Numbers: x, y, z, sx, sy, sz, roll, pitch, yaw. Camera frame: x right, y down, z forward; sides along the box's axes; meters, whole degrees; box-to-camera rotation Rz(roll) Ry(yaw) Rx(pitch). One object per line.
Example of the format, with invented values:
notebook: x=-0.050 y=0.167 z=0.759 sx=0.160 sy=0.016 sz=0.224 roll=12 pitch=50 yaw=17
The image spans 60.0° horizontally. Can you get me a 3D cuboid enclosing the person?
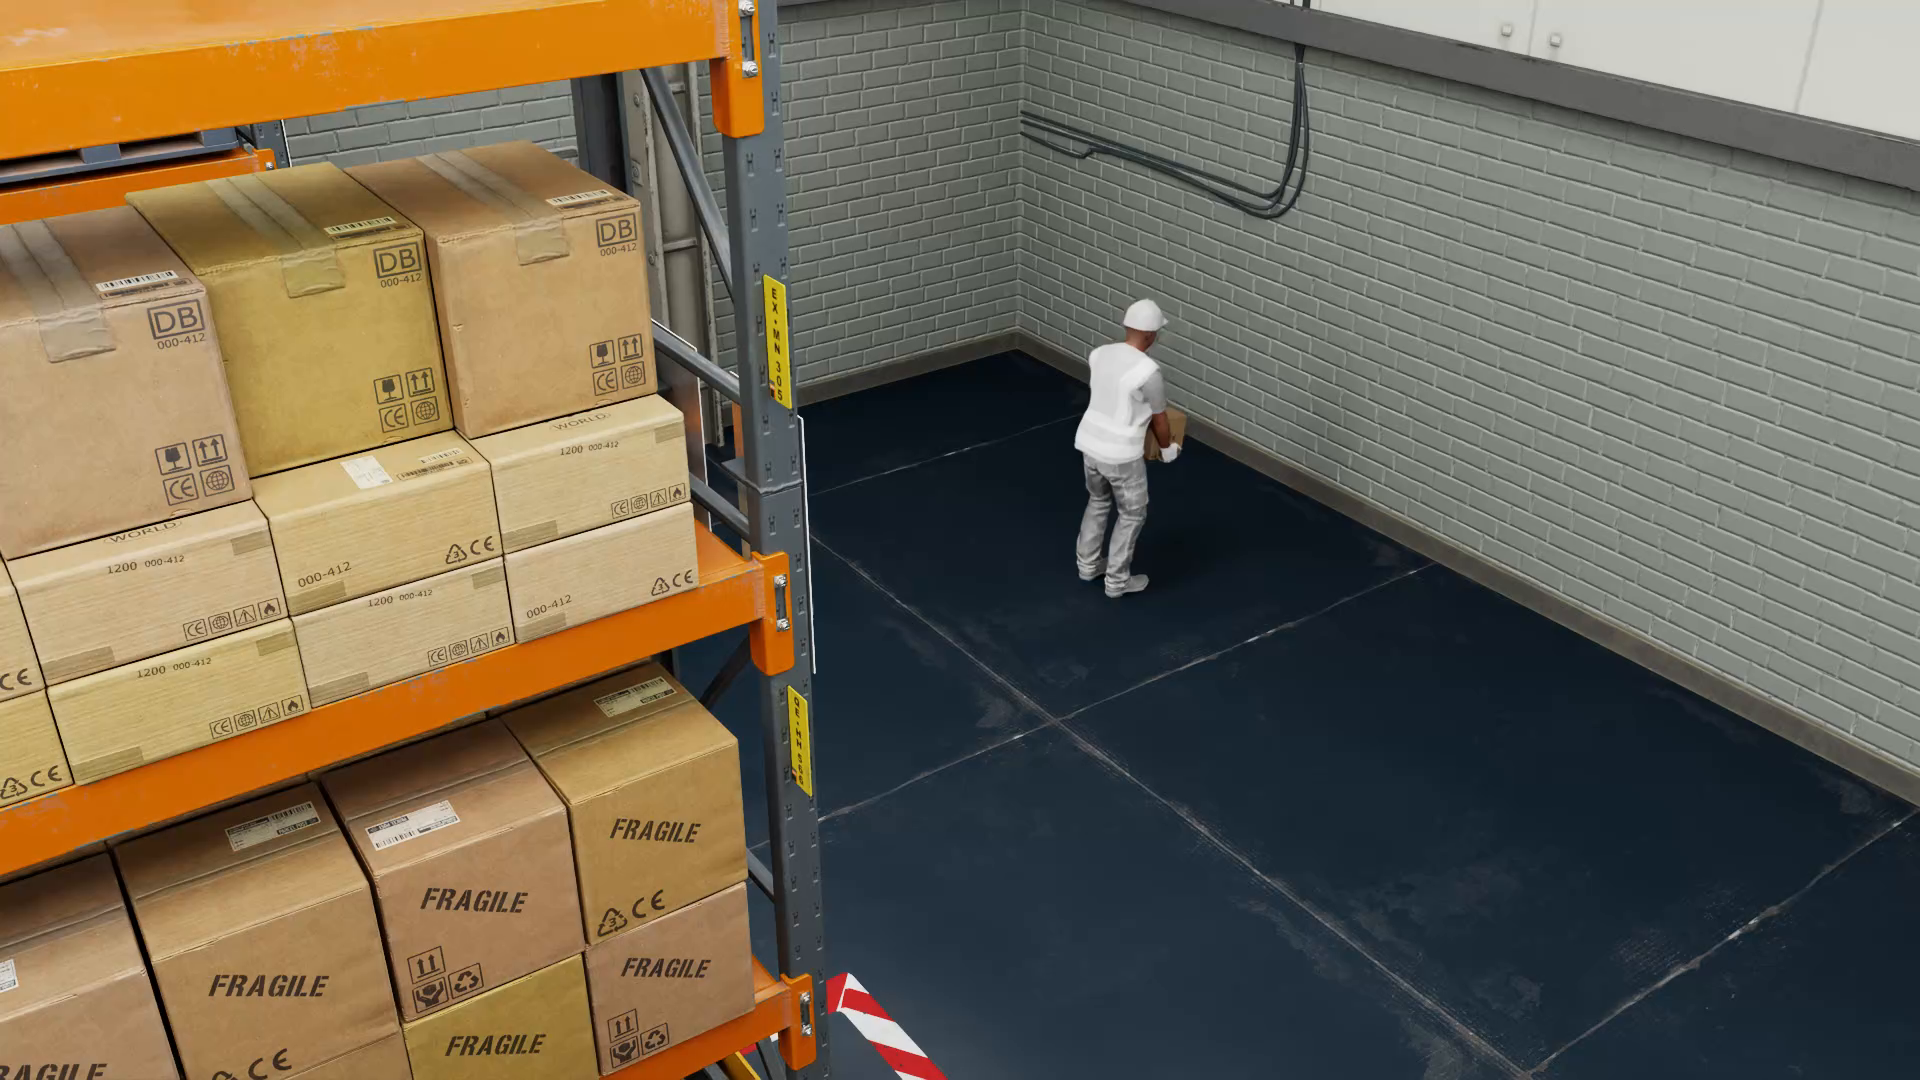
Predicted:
person: x=0.963 y=-0.546 z=9.655 sx=0.611 sy=1.744 sz=0.488 roll=-19 pitch=34 yaw=-31
